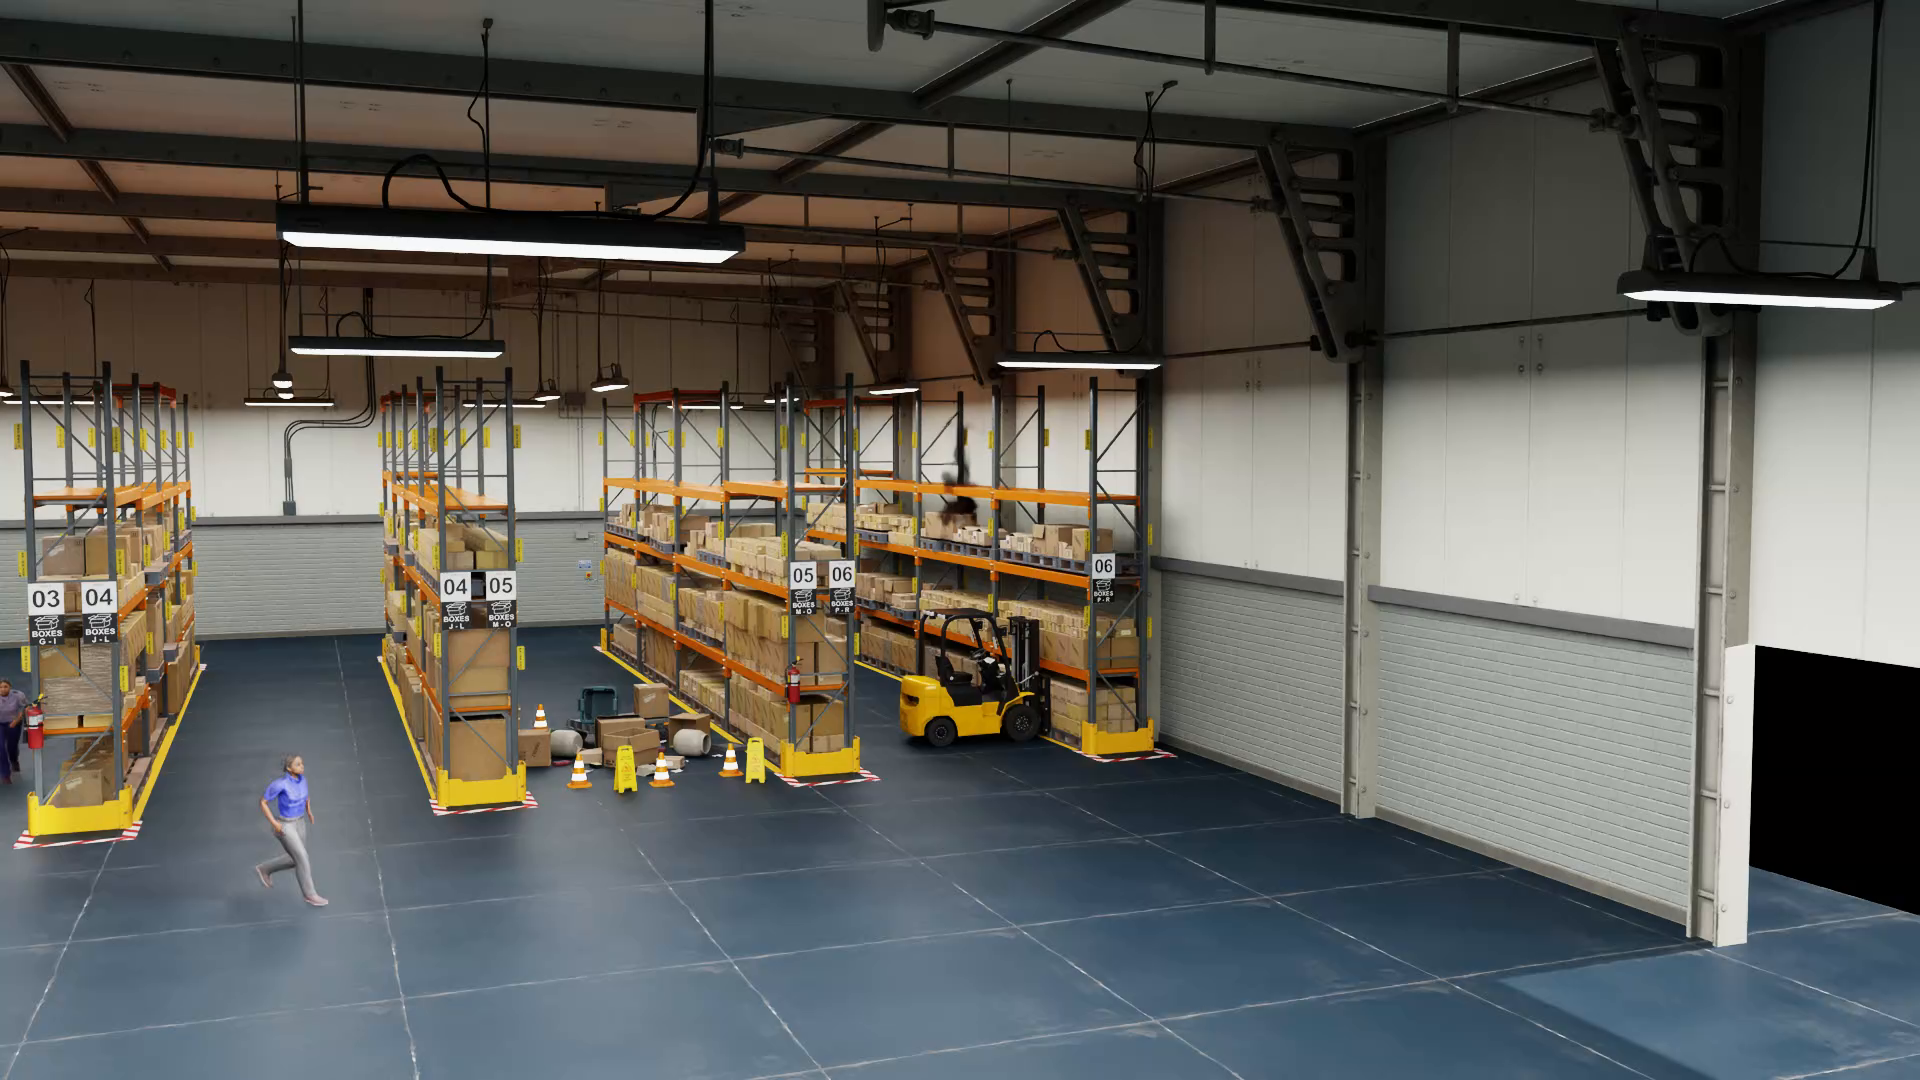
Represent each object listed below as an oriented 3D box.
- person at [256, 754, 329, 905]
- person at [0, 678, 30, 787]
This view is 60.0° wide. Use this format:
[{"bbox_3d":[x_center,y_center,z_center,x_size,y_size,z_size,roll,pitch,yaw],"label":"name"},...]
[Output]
[{"bbox_3d":[-7.252,3.119,17.946,0.855,1.647,0.599,1,4,16],"label":"person"},{"bbox_3d":[-13.971,2.779,24.365,0.642,1.612,0.938,-1,4,-23],"label":"person"}]
